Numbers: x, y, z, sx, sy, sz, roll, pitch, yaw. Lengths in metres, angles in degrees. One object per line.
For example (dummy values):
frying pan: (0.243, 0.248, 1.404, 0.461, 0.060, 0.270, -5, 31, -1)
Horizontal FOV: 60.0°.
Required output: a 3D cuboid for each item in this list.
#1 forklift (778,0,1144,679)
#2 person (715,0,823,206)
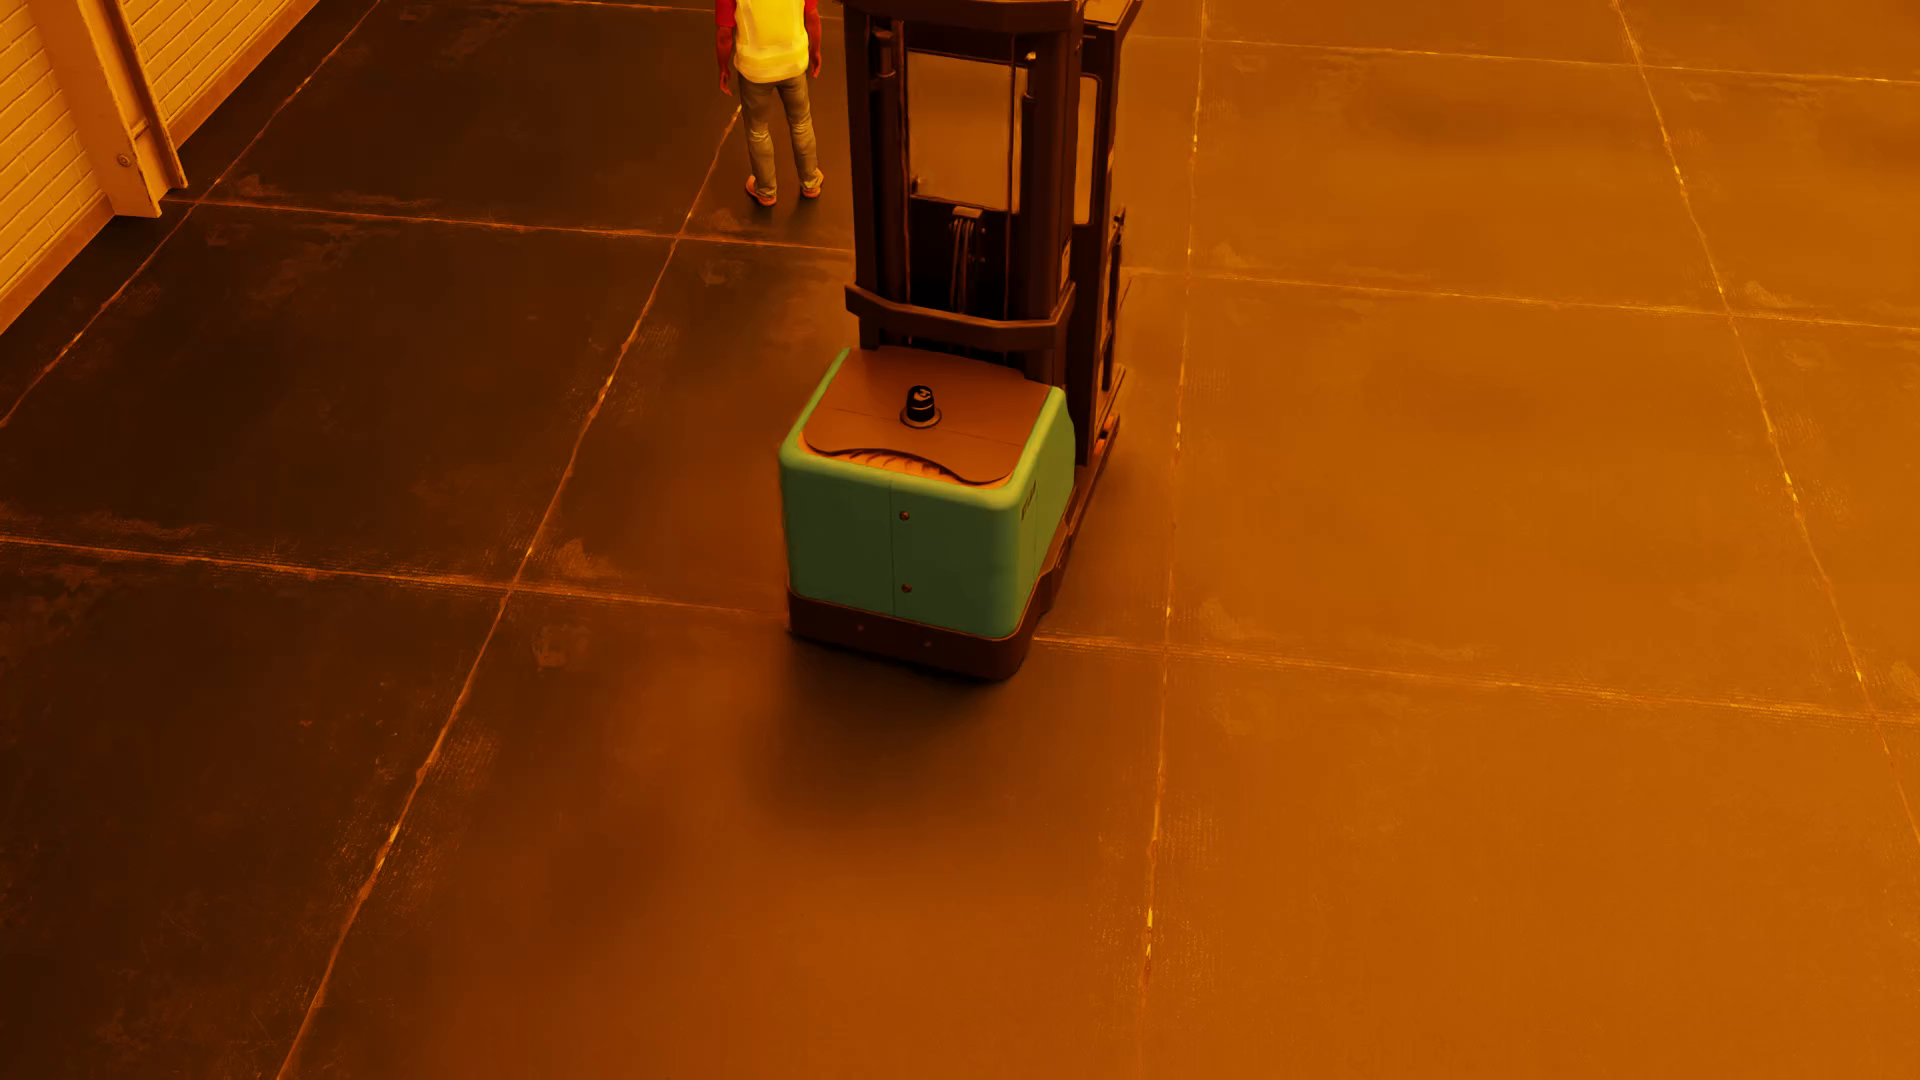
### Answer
forklift: (0.171, -1.493, 7.350, 1.130, 2.935, 3.031, 12, 44, 13)
person: (-1.101, -2.773, 9.612, 0.631, 1.759, 0.461, -15, 45, -15)
